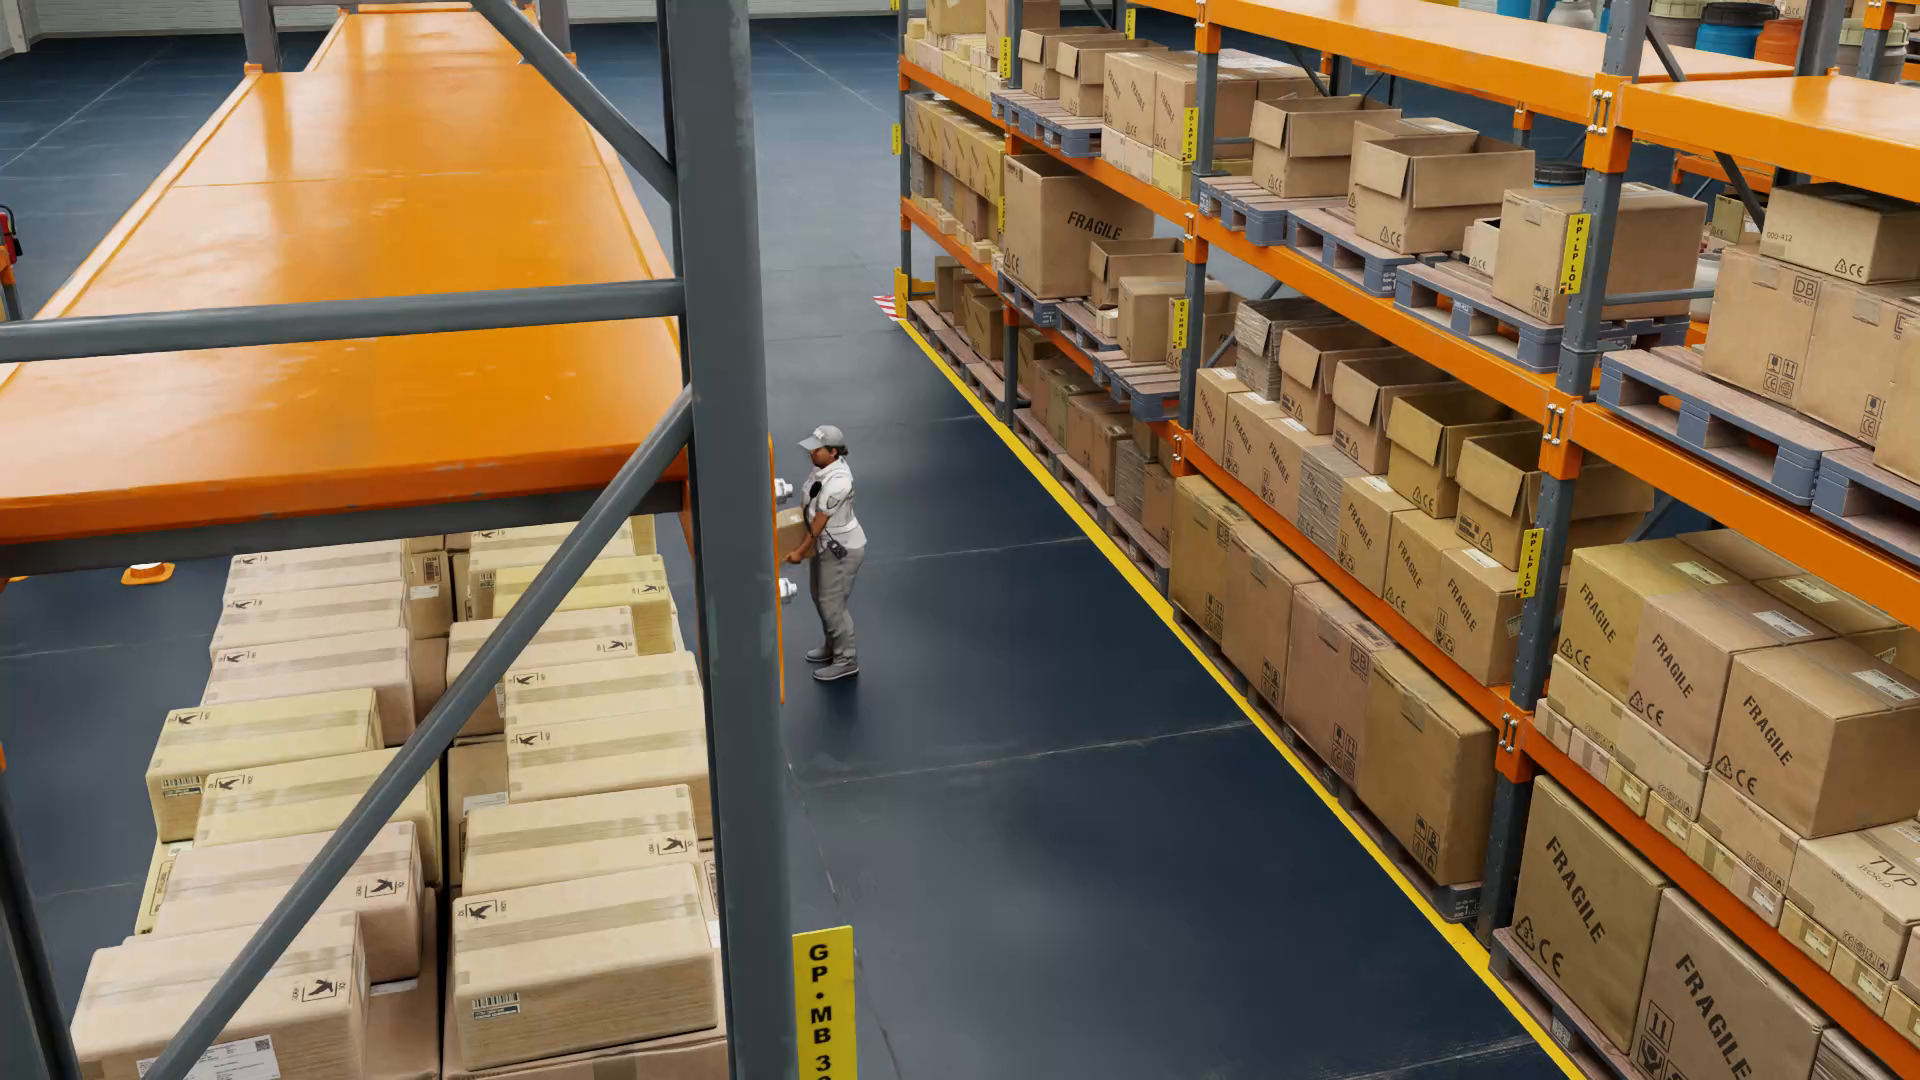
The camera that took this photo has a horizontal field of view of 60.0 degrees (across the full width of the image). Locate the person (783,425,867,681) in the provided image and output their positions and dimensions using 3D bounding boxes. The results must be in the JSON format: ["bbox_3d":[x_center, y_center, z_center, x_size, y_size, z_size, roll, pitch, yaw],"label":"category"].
[{"bbox_3d":[-0.870,0.069,10.489,0.549,1.663,0.452,-7,24,-15],"label":"person"}]
